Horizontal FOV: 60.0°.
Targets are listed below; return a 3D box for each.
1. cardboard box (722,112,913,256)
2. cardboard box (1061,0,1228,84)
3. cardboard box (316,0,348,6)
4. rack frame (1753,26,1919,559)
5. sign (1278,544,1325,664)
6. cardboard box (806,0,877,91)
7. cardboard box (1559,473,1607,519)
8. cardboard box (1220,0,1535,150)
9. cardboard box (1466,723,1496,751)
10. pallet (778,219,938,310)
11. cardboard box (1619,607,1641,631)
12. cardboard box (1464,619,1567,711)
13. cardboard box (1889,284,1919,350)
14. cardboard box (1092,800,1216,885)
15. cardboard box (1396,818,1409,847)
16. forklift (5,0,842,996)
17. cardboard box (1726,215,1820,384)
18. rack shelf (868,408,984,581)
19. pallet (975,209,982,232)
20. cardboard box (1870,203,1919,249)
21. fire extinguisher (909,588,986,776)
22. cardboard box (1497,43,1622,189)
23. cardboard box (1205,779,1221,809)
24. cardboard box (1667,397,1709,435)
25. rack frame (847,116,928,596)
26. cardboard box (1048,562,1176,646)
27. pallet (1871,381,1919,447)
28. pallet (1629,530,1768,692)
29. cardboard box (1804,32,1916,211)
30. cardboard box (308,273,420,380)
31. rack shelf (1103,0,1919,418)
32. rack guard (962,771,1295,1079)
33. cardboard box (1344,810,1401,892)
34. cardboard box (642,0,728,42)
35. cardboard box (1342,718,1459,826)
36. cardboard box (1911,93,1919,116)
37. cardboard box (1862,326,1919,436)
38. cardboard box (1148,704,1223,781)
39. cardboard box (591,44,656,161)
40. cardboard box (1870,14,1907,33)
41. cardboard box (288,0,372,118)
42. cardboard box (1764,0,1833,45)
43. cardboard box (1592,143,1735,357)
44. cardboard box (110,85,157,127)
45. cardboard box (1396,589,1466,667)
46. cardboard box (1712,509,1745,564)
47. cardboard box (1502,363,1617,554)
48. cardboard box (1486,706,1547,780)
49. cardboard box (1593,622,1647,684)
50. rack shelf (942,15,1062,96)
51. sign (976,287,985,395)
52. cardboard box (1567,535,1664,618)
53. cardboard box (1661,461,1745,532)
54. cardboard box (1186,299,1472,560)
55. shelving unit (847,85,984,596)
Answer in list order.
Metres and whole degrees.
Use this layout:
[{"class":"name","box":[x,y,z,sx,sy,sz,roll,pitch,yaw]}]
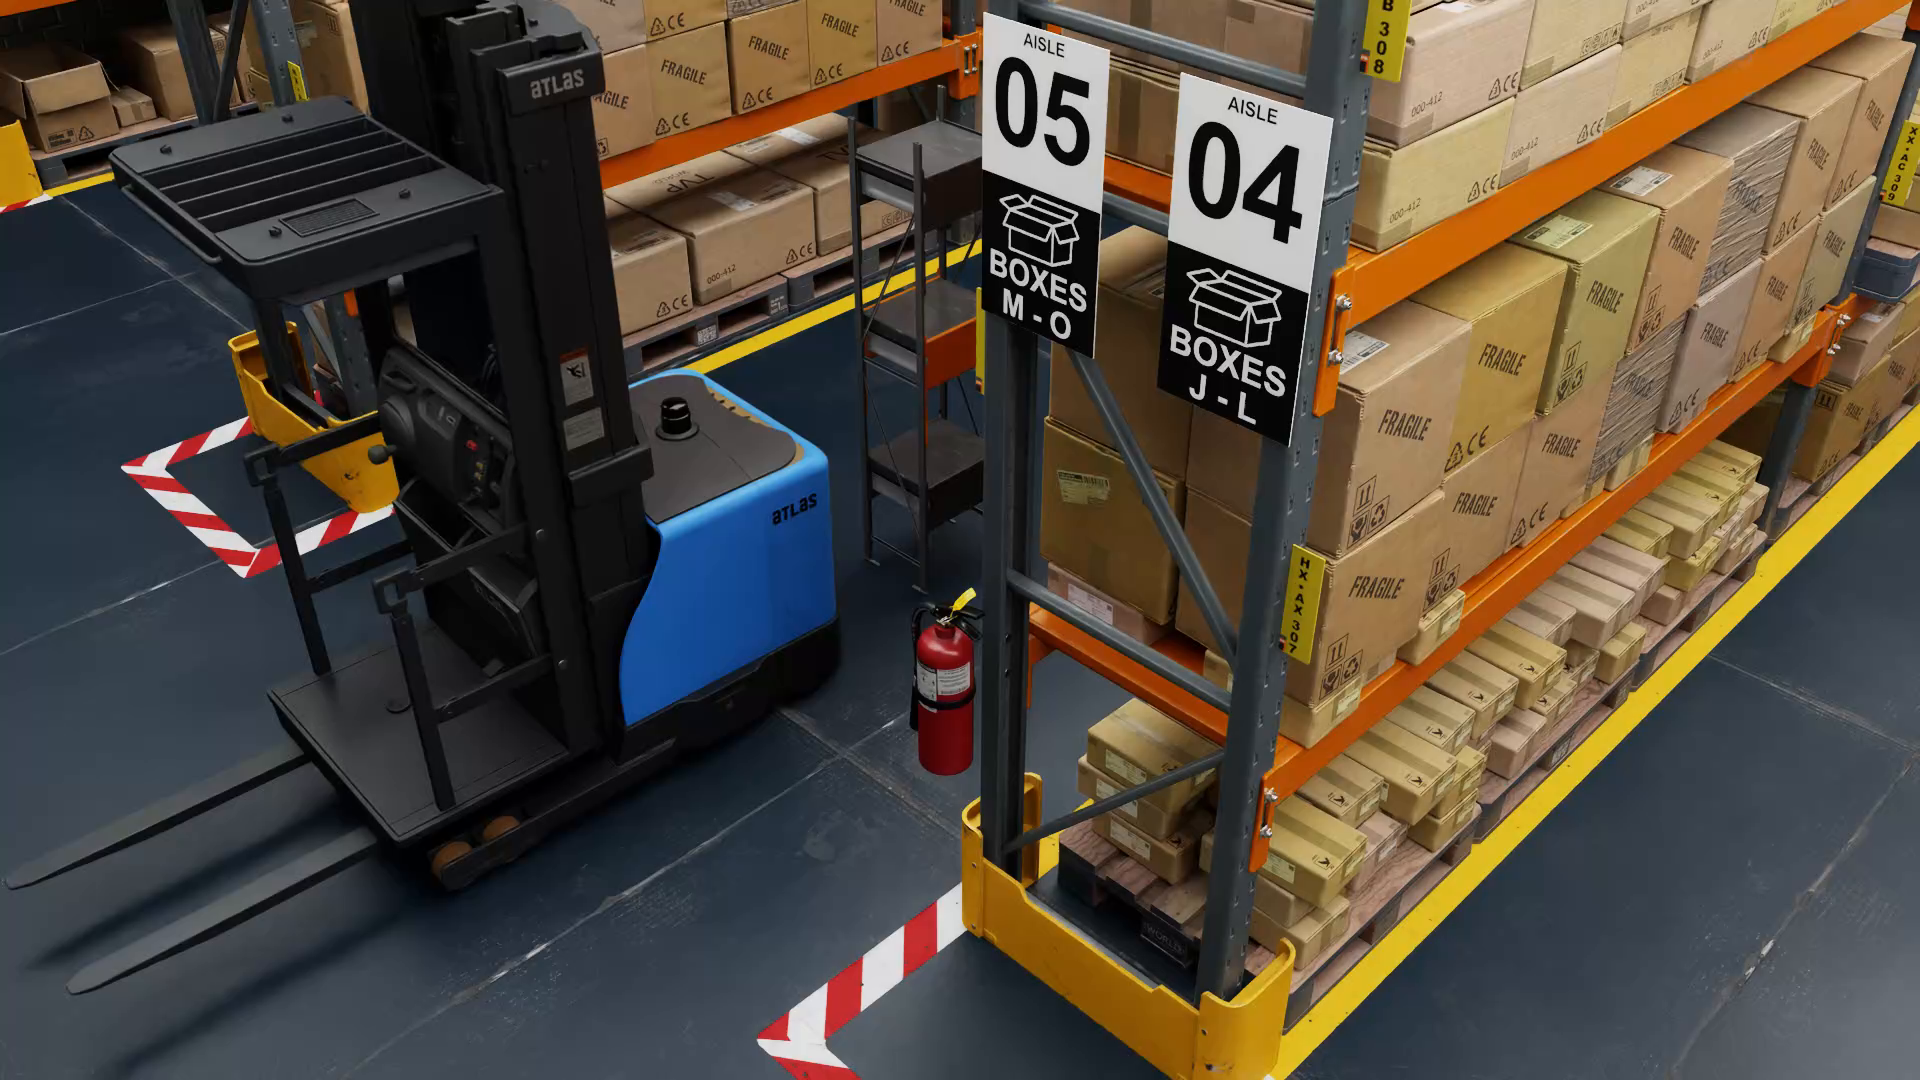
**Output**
[{"class":"cardboard box","box":[-0.823,-2.189,10.140,0.875,0.438,0.875,29,44,35]},{"class":"cardboard box","box":[0.606,-1.365,4.157,0.500,0.250,0.500,28,44,34]},{"class":"cardboard box","box":[-2.676,-2.406,7.049,0.250,0.149,0.380,-29,44,-35]},{"class":"rack frame","box":[3.280,-1.326,7.029,1.000,3.000,0.127,30,45,35]},{"class":"sign","box":[0.847,0.162,4.139,0.100,0.325,0.005,30,45,35]},{"class":"cardboard box","box":[-0.808,-2.818,9.082,0.500,0.500,0.500,28,44,34]},{"class":"cardboard box","box":[1.985,-0.252,5.709,0.250,0.149,0.380,-28,44,-34]},{"class":"cardboard box","box":[0.962,-1.153,3.853,0.500,0.250,0.500,-29,44,-35]},{"class":"cardboard box","box":[1.733,0.634,6.084,0.380,0.149,0.250,27,43,33]},{"class":"pallet","box":[-0.895,-1.859,10.231,1.003,0.211,1.213,30,45,35]},{"class":"cardboard box","box":[2.513,0.210,6.692,0.250,0.149,0.380,-29,44,-35]},{"class":"cardboard box","box":[1.985,0.433,6.112,0.250,0.149,0.380,-29,44,-35]},{"class":"cardboard box","box":[4.361,-1.191,7.998,0.500,0.250,0.500,-29,44,-34]},{"class":"cardboard box","box":[0.684,0.997,5.823,0.250,0.149,0.380,-29,44,-35]},{"class":"cardboard box","box":[1.354,0.969,5.864,0.250,0.149,0.380,-29,44,-35]},{"class":"forklift","box":[-1.923,-0.293,5.607,3.031,2.935,1.130,-27,43,-33]},{"class":"cardboard box","box":[2.773,-0.968,6.169,0.500,0.500,0.500,28,44,34]},{"class":"rack shelf","box":[-0.117,-0.209,7.461,0.431,0.518,0.480,30,45,35]},{"class":"pallet","box":[0.186,-2.480,11.121,1.003,0.211,1.213,30,45,35]},{"class":"cardboard box","box":[3.884,-1.369,6.944,0.380,0.149,0.250,27,43,33]},{"class":"fire extinguisher","box":[-0.043,0.399,4.949,0.296,0.674,0.183,30,45,35]},{"class":"cardboard box","box":[1.333,-1.162,4.303,0.500,0.250,0.500,-28,44,-34]},{"class":"cardboard box","box":[0.853,0.759,5.904,0.380,0.149,0.250,28,44,34]},{"class":"cardboard box","box":[2.541,-0.562,6.154,0.380,0.149,0.250,27,43,34]},{"class":"rack frame","box":[-0.289,-0.695,6.911,0.400,2.100,0.015,30,45,35]},{"class":"cardboard box","box":[0.491,0.155,5.125,0.380,0.149,0.250,30,45,35]},{"class":"pallet","box":[4.687,-0.996,8.994,1.003,0.211,1.213,30,45,35]},{"class":"pallet","box":[2.832,0.105,7.415,1.003,0.211,1.213,30,45,35]},{"class":"cardboard box","box":[3.141,-1.599,6.199,0.500,0.500,0.500,28,44,34]},{"class":"cardboard box","box":[-2.728,-1.086,8.557,0.875,0.438,0.875,28,44,34]},{"class":"rack shelf","box":[1.871,-1.449,5.212,1.077,0.370,4.000,30,45,35]},{"class":"rack guard","box":[0.515,1.292,5.460,1.175,0.500,0.348,30,45,35]},{"class":"cardboard box","box":[1.246,0.975,5.594,0.380,0.149,0.250,29,44,35]},{"class":"cardboard box","box":[-1.515,-2.815,8.202,0.500,0.500,0.500,-30,45,-35]},{"class":"cardboard box","box":[1.449,0.764,5.637,0.380,0.149,0.250,29,44,35]},{"class":"cardboard box","box":[4.076,-1.729,6.940,0.250,0.149,0.380,-29,44,-34]},{"class":"cardboard box","box":[4.360,-0.881,8.209,0.500,0.500,0.500,-28,43,-34]},{"class":"cardboard box","box":[0.873,0.655,5.793,0.250,0.149,0.380,-29,44,-35]},{"class":"cardboard box","box":[-1.873,-2.192,8.183,0.500,0.500,0.500,29,44,35]},{"class":"cardboard box","box":[4.343,-2.409,7.915,0.380,0.149,0.250,27,43,33]},{"class":"cardboard box","box":[-2.582,-2.187,7.302,0.500,0.500,0.500,28,44,34]},{"class":"cardboard box","box":[2.408,-1.782,5.192,0.500,0.250,0.500,29,44,35]},{"class":"cardboard box","box":[2.056,-0.968,5.295,0.500,0.500,0.500,28,44,34]},{"class":"cardboard box","box":[-5.822,-3.025,11.590,0.380,0.149,0.250,28,43,34]},{"class":"cardboard box","box":[1.300,0.194,5.069,0.380,0.149,0.250,28,44,34]},{"class":"cardboard box","box":[3.102,-0.080,7.107,0.380,0.149,0.250,27,43,33]},{"class":"cardboard box","box":[1.687,-0.357,5.293,0.500,0.500,0.500,-29,44,-35]},{"class":"cardboard box","box":[1.962,0.701,6.248,0.380,0.149,0.250,27,43,33]},{"class":"cardboard box","box":[2.516,0.388,6.696,0.380,0.149,0.250,29,44,35]},{"class":"rack shelf","box":[1.105,-3.797,11.200,1.077,0.370,4.000,30,45,35]},{"class":"sign","box":[0.082,-0.538,4.611,0.100,0.325,0.005,30,45,35]},{"class":"cardboard box","box":[2.528,0.121,6.559,0.380,0.149,0.250,27,43,33]},{"class":"cardboard box","box":[3.062,-0.204,7.025,0.250,0.149,0.380,-29,44,-35]},{"class":"cardboard box","box":[0.966,-0.350,4.409,0.500,0.500,0.500,29,44,35]},{"class":"shelving unit","box":[-0.117,-0.794,7.053,0.431,2.100,0.503,30,45,35]}]
